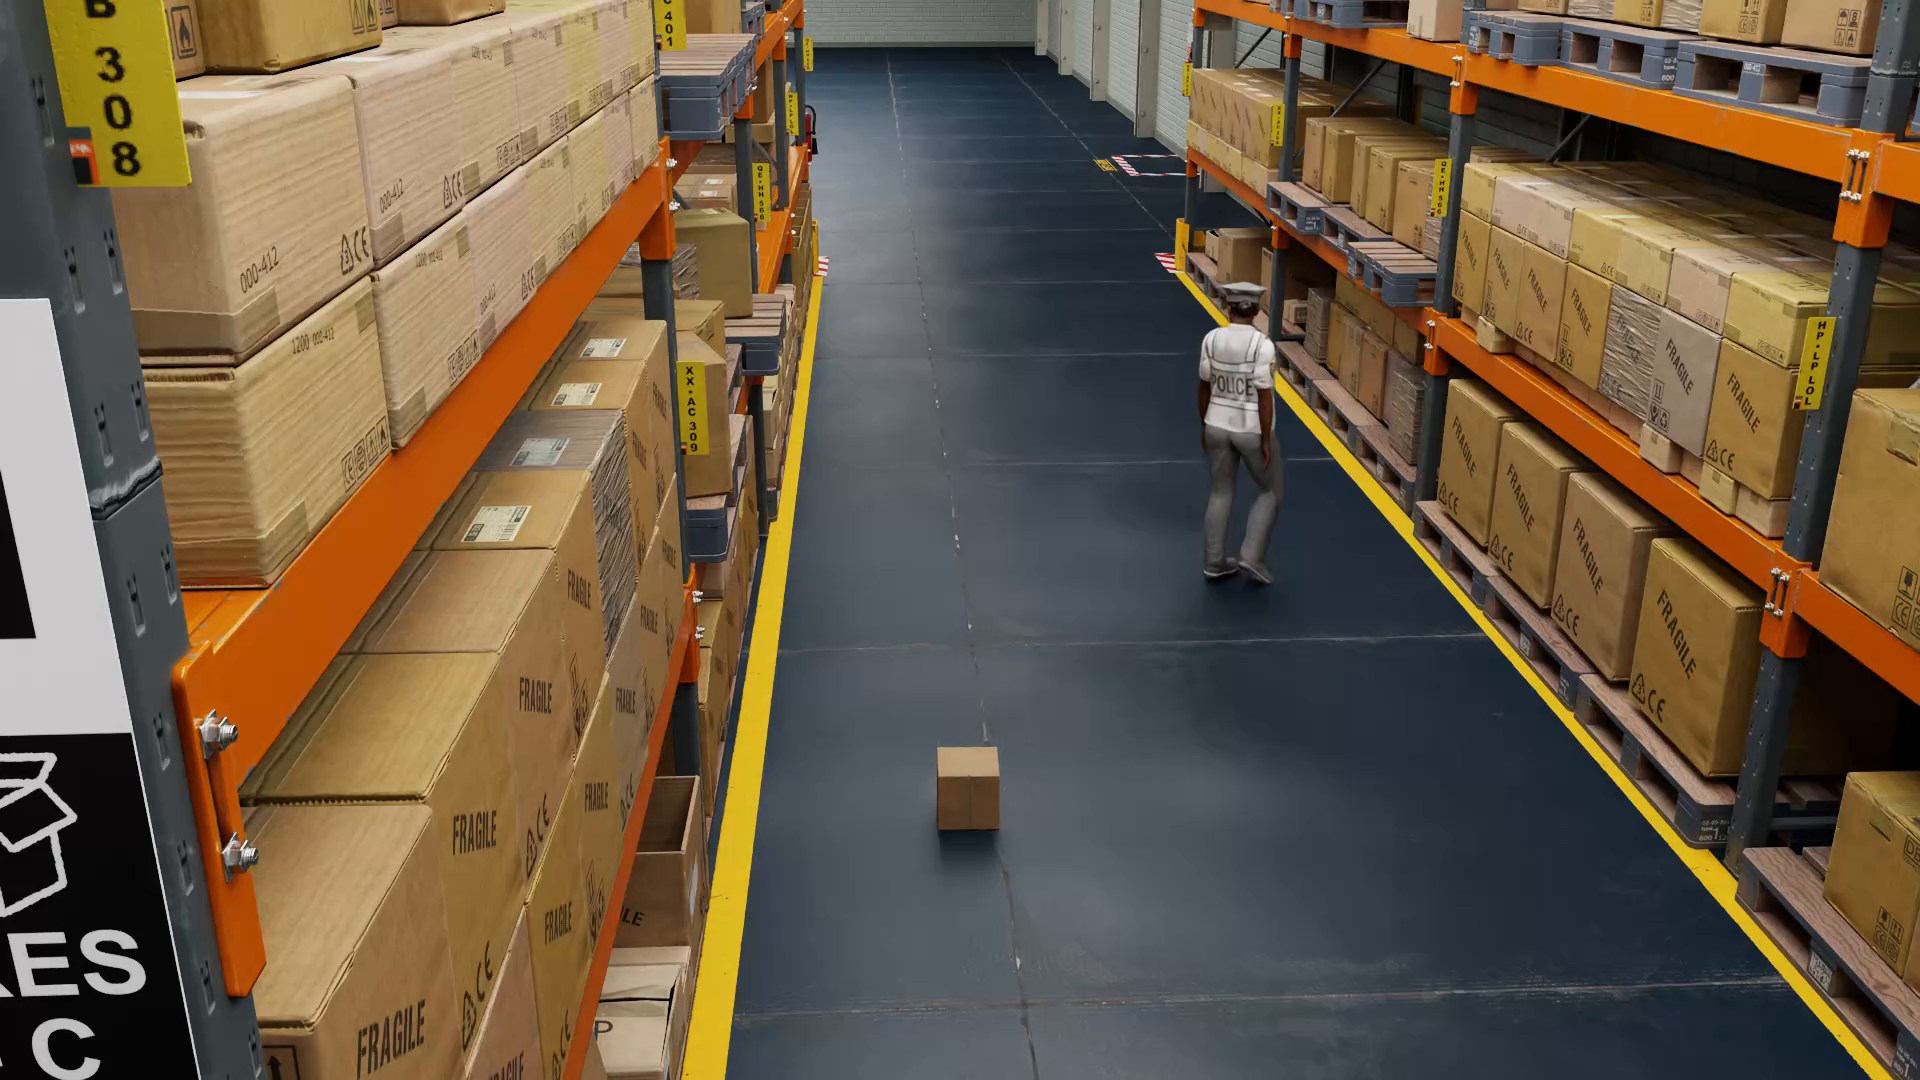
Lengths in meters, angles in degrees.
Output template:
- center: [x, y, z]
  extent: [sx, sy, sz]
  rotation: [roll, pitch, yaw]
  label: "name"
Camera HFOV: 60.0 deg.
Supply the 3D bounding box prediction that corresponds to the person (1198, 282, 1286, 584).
- center: [1.530, -0.545, 9.089]
  extent: [0.479, 1.737, 0.382]
  rotation: [15, 25, 34]
  label: "person"
